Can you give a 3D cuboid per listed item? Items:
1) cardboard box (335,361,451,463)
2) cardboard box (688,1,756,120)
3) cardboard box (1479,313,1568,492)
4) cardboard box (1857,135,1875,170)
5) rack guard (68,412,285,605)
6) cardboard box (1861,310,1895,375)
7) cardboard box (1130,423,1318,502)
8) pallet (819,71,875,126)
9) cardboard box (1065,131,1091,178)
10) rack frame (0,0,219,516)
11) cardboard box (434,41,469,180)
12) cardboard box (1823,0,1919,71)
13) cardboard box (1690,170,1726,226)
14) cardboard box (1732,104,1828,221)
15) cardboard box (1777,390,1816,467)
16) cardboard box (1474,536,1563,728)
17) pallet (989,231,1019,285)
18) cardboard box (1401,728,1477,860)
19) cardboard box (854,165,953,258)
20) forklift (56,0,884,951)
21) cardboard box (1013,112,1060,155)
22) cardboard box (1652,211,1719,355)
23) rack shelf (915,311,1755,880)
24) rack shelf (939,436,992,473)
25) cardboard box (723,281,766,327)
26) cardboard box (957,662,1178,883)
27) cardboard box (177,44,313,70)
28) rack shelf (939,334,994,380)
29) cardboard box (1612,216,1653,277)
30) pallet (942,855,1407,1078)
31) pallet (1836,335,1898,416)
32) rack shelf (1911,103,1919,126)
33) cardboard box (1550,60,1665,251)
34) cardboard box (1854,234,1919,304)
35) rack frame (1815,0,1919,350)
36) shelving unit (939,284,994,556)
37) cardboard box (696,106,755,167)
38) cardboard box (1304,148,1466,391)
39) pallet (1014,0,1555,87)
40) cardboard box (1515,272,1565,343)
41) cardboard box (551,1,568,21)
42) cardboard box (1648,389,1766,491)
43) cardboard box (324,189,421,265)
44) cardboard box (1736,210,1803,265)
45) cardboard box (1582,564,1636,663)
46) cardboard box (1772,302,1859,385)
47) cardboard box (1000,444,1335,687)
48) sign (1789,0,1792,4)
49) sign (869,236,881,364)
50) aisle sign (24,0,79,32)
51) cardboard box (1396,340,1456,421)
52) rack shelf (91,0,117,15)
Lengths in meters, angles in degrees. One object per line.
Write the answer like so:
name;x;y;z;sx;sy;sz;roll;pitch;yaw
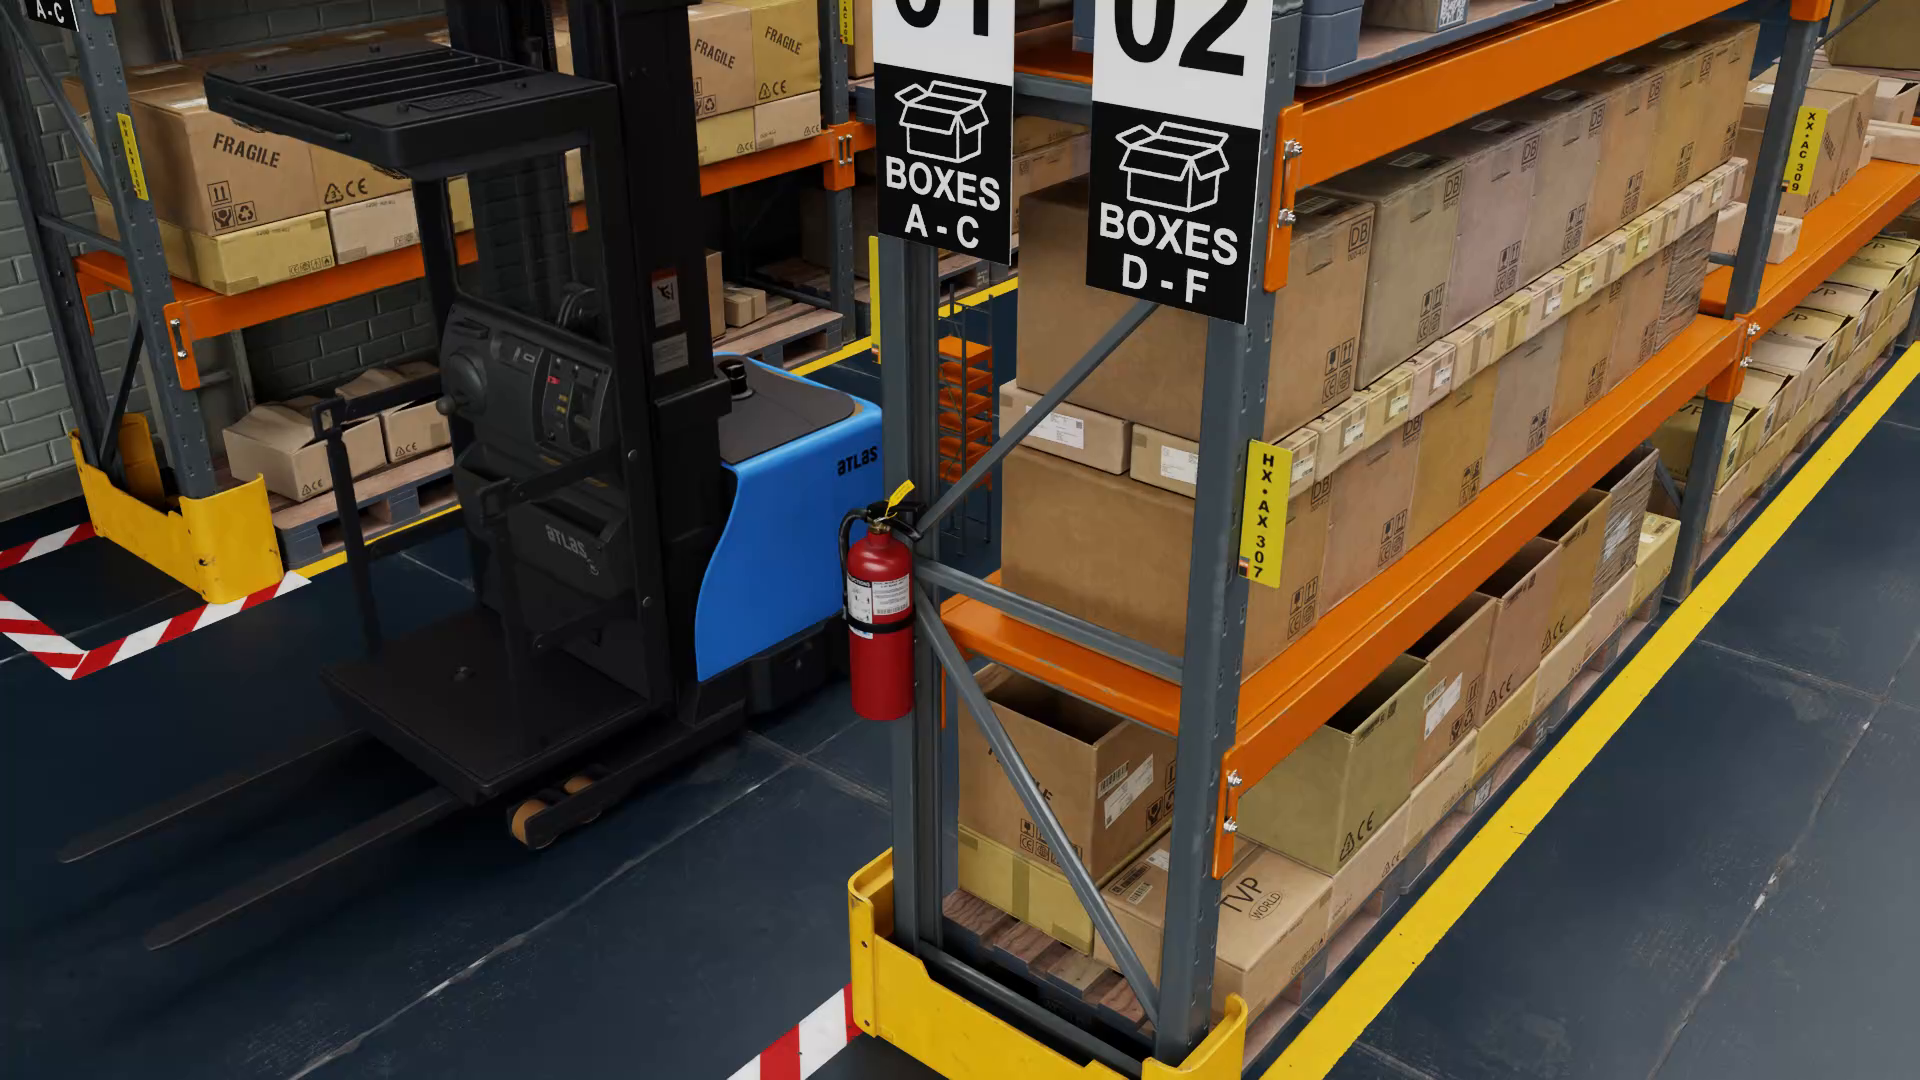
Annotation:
cardboard box;-2.725;-0.667;8.222;0.500;0.311;0.500;24;36;38
cardboard box;-1.428;-2.502;8.647;0.500;0.500;0.500;21;34;34
cardboard box;1.517;-0.554;5.448;0.700;0.500;0.500;22;35;36
cardboard box;4.549;-2.055;8.730;0.380;0.149;0.250;24;36;38
rack guard;-3.549;-0.162;7.518;1.175;0.500;0.348;21;34;34
cardboard box;4.845;-1.158;9.260;0.500;0.250;0.500;20;34;34
cardboard box;0.644;-0.207;4.071;0.380;0.149;0.250;20;34;34
pallet;-0.454;-2.806;10.119;1.003;0.211;1.213;21;34;34
cardboard box;0.657;-2.747;12.038;0.700;0.500;0.500;21;34;34
rack frame;-3.597;-1.245;6.892;1.000;3.000;0.127;21;34;34
cardboard box;-2.406;-1.955;7.590;0.500;0.500;0.500;19;33;33
cardboard box;5.630;-3.122;9.954;0.700;0.500;0.500;10;29;18
cardboard box;2.606;-1.303;6.189;0.380;0.149;0.250;20;33;33
cardboard box;3.608;-1.715;7.692;0.500;0.500;0.500;24;36;38
cardboard box;3.873;-0.618;8.215;0.500;0.250;0.500;20;33;33
cardboard box;1.697;0.247;5.727;0.500;0.500;0.500;21;34;34
pallet;0.217;-2.135;11.648;1.003;0.211;1.213;21;34;34
cardboard box;1.374;0.756;5.560;0.500;0.250;0.500;21;34;34
cardboard box;-0.307;-2.212;11.003;0.700;0.500;0.500;20;33;33
forklift;-1.629;-0.508;5.543;1.130;2.935;3.031;23;35;37
cardboard box;0.340;-2.861;11.442;0.500;0.250;0.500;21;34;34
cardboard box;2.495;-1.102;6.506;0.700;0.500;0.500;20;33;33
rack shelf;1.500;-0.188;5.632;1.077;0.370;4.000;21;34;34
rack shelf;-0.009;-0.382;7.540;0.258;0.103;0.180;21;34;34
cardboard box;-1.370;-1.402;9.799;0.380;0.166;0.250;16;31;28
cardboard box;0.339;0.626;4.994;0.500;0.500;0.500;21;34;34
cardboard box;-3.133;-1.925;7.532;0.500;0.500;0.500;21;34;35
rack shelf;-0.009;-0.808;7.319;0.258;0.103;0.180;21;34;34
cardboard box;2.116;-1.030;5.661;0.380;0.149;0.250;21;34;34
pallet;0.682;1.157;5.284;1.003;0.211;1.213;21;34;34
pallet;4.763;-1.116;9.677;1.003;0.211;1.213;21;34;34
rack shelf;6.589;-3.024;11.115;1.077;0.370;4.000;21;34;34
cardboard box;1.855;-1.321;5.518;0.700;0.500;0.500;21;34;34
cardboard box;5.173;-1.591;9.487;0.500;0.311;0.500;22;34;36
rack frame;5.317;-2.635;9.579;1.000;3.000;0.127;21;34;34
shelving unit;-0.009;-0.528;7.464;0.258;1.200;0.189;21;34;34
cardboard box;-1.443;-2.175;8.830;0.500;0.250;0.500;21;34;35
cardboard box;0.899;-0.788;4.487;0.700;0.500;0.500;20;33;33
pallet;0.698;-1.335;3.897;1.003;0.211;1.213;21;34;34
cardboard box;1.622;-0.752;5.124;0.380;0.149;0.250;21;34;35
cardboard box;-2.166;-2.475;8.596;0.500;0.500;0.500;22;34;36
cardboard box;3.227;-0.505;7.386;0.500;0.311;0.500;21;34;35
cardboard box;-2.722;-1.456;7.441;0.500;0.250;0.500;20;33;33
cardboard box;3.494;-1.359;7.387;0.380;0.149;0.250;21;34;34
cardboard box;2.320;0.221;6.594;0.500;0.250;0.500;21;34;34
cardboard box;4.204;-1.050;8.440;0.500;0.311;0.500;22;34;36
cardboard box;0.535;-0.005;4.385;0.700;0.500;0.500;21;34;34
sign;4.892;-3.269;9.631;0.100;0.325;0.005;21;34;34
sign;-0.182;-0.581;4.091;0.100;0.325;0.005;21;34;34
aisle sign;-3.411;-2.286;6.076;0.394;0.787;0.004;21;34;34
cardboard box;1.132;-0.478;4.595;0.380;0.149;0.250;20;34;34
rack shelf;-2.325;-2.967;7.738;1.077;0.370;4.000;21;34;34
